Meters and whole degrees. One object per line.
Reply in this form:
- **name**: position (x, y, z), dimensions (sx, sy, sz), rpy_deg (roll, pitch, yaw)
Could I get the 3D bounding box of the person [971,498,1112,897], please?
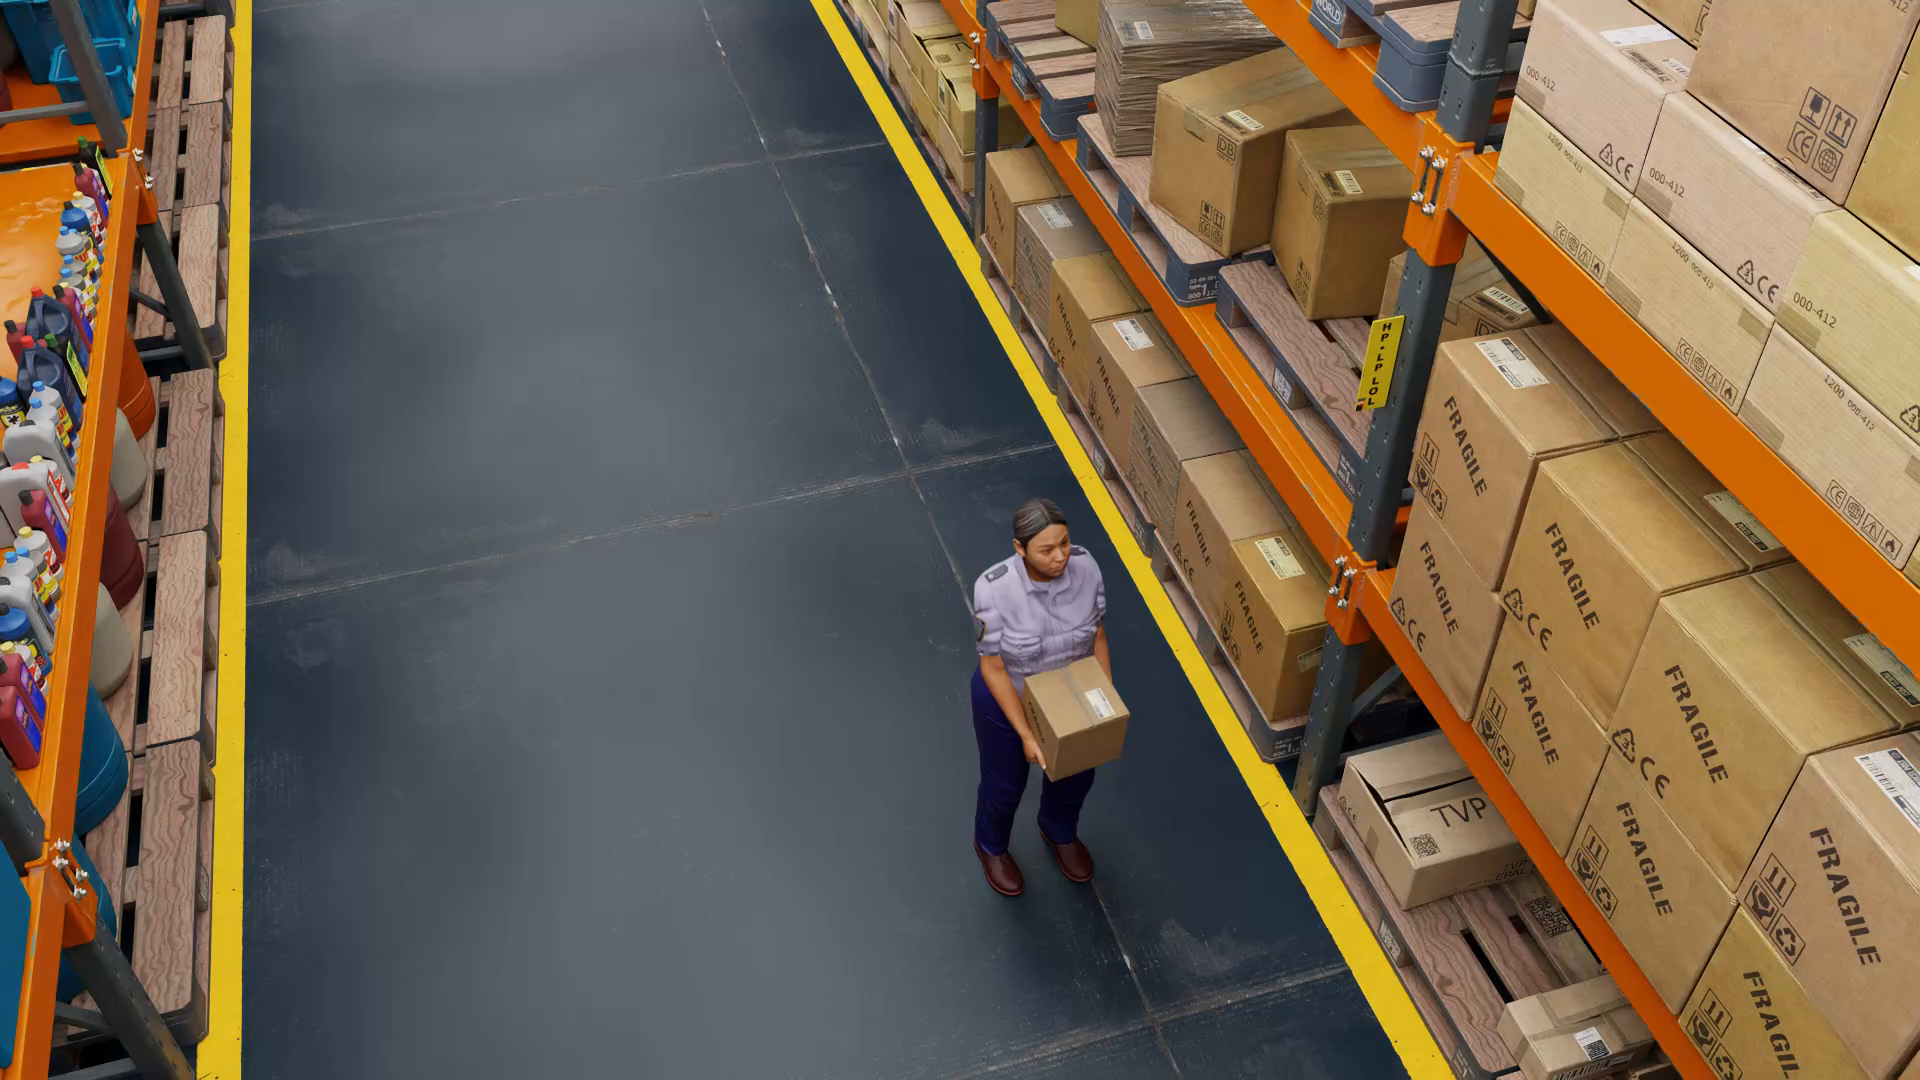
- **person**: position (0.292, 0.584, 5.542), dimensions (0.453, 1.639, 0.520), rpy_deg (-17, 45, -17)
